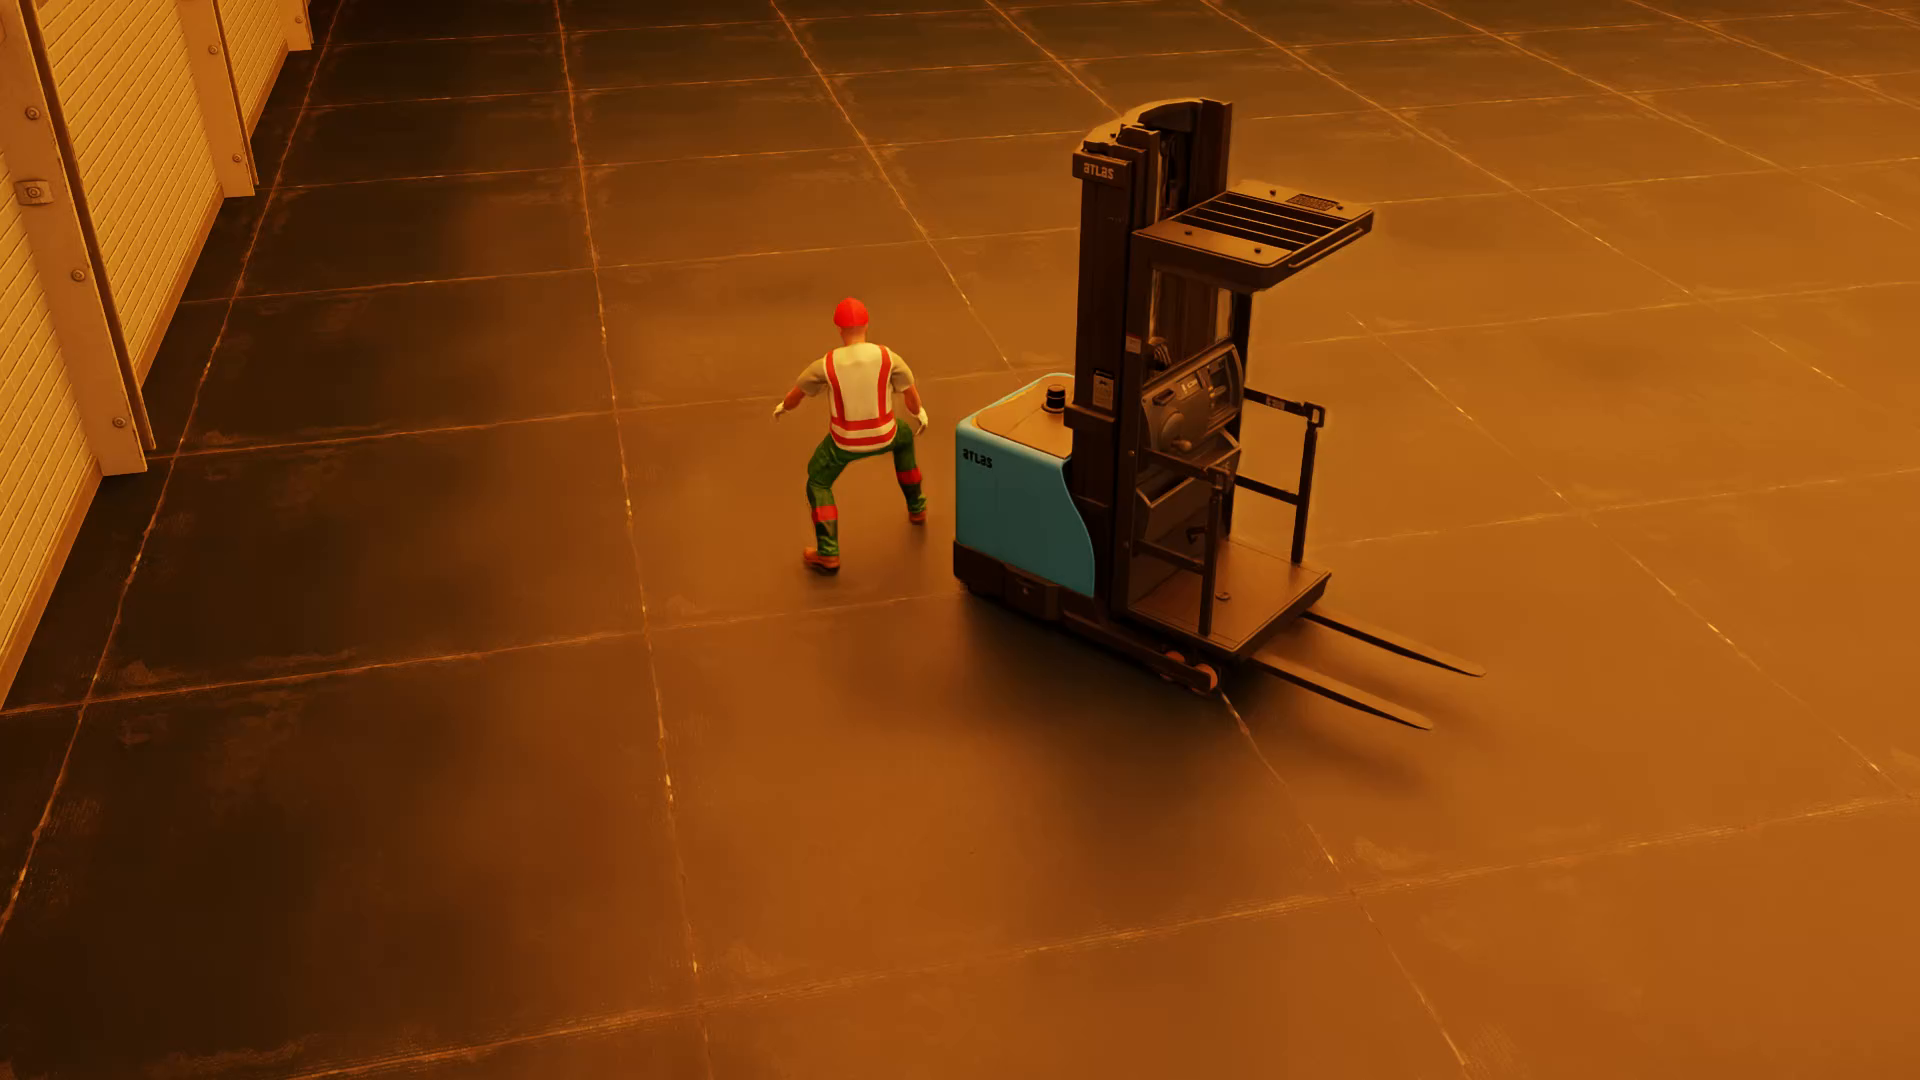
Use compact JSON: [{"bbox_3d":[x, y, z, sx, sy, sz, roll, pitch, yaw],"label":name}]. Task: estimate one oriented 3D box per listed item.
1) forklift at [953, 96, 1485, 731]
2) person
[{"bbox_3d":[1.417,-0.727,8.831,3.031,2.935,1.130,22,37,33],"label":"forklift"},{"bbox_3d":[-0.646,-0.713,10.108,0.961,1.640,0.760,-4,30,-7],"label":"person"}]
